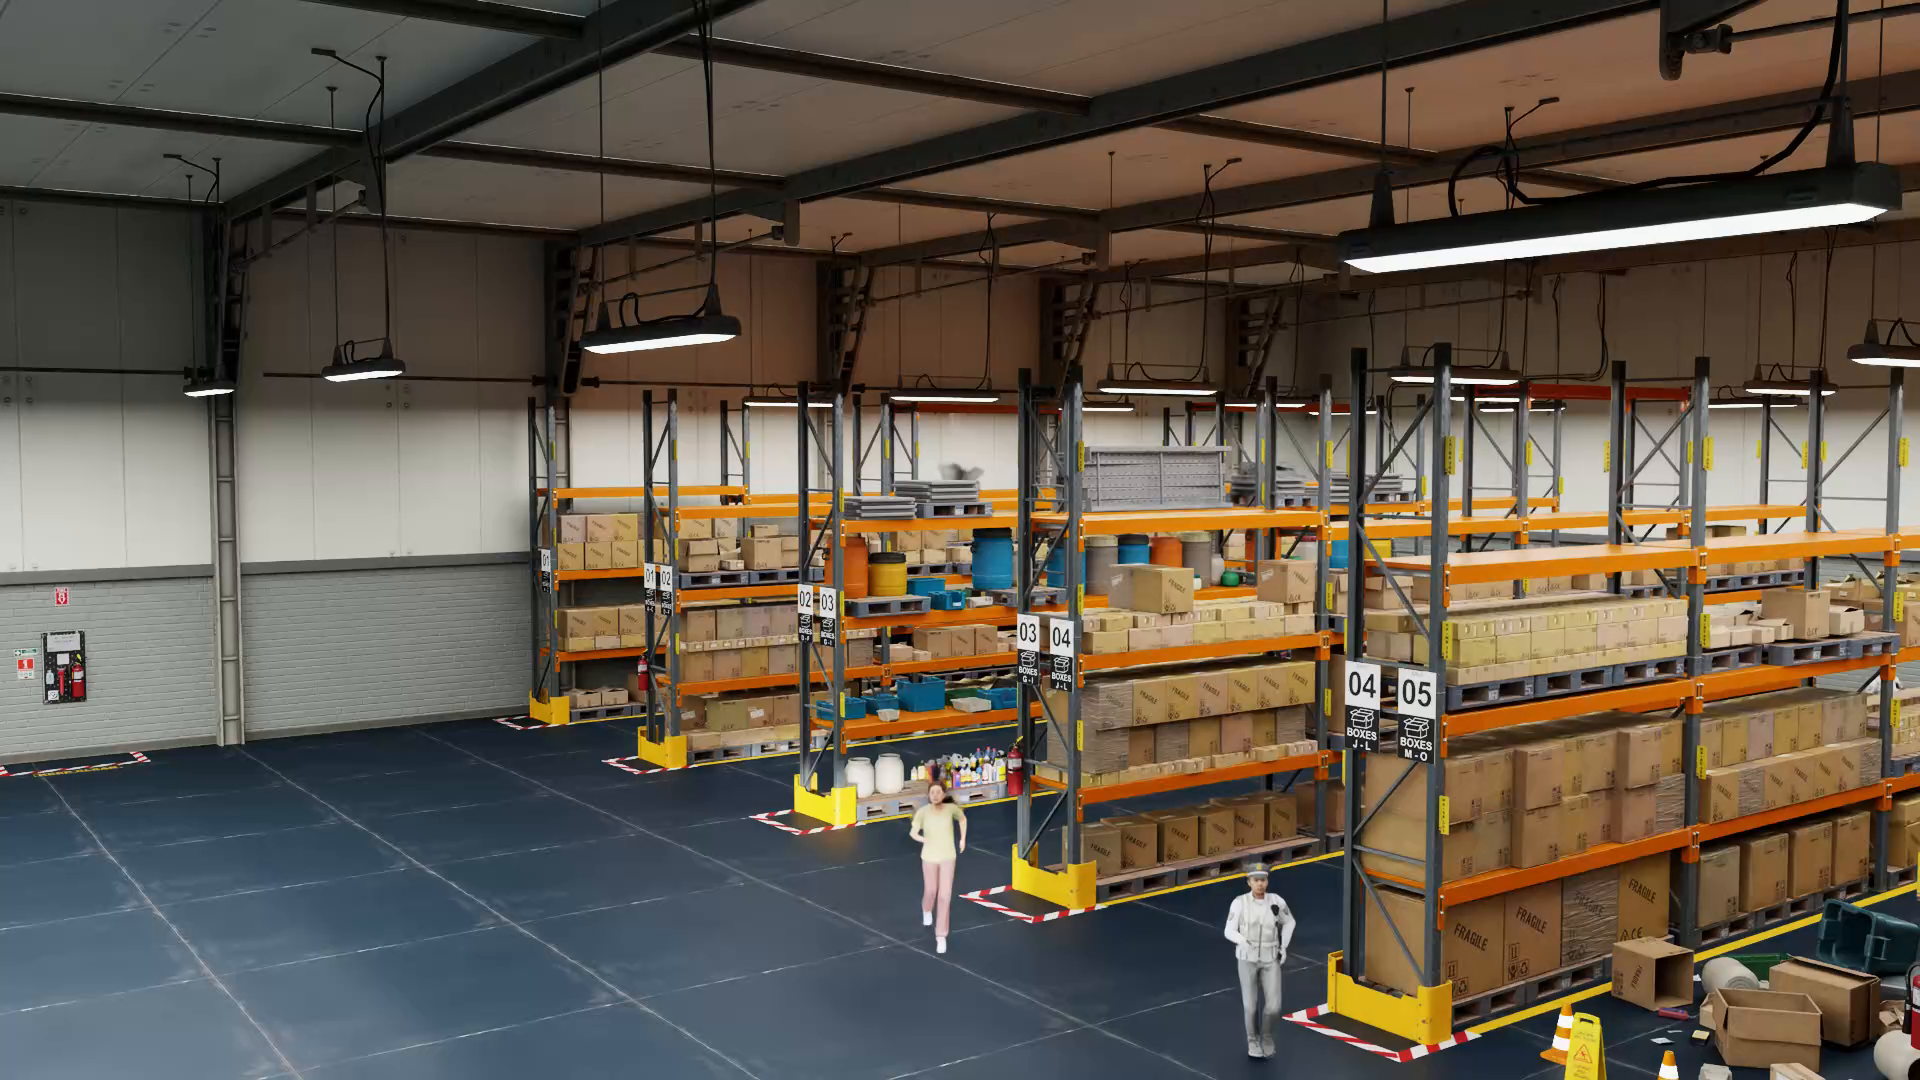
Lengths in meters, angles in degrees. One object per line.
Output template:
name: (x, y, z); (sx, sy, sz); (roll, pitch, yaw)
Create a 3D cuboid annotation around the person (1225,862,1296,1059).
person: (2.500, 3.505, 13.798); (0.599, 1.666, 0.576); (0, 3, 6)

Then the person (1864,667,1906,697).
person: (14.879, 2.786, 26.712); (0.665, 1.666, 0.847); (1, 4, 24)

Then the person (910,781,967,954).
person: (-0.224, 3.310, 17.203); (0.584, 1.688, 0.968); (0, 3, 1)
